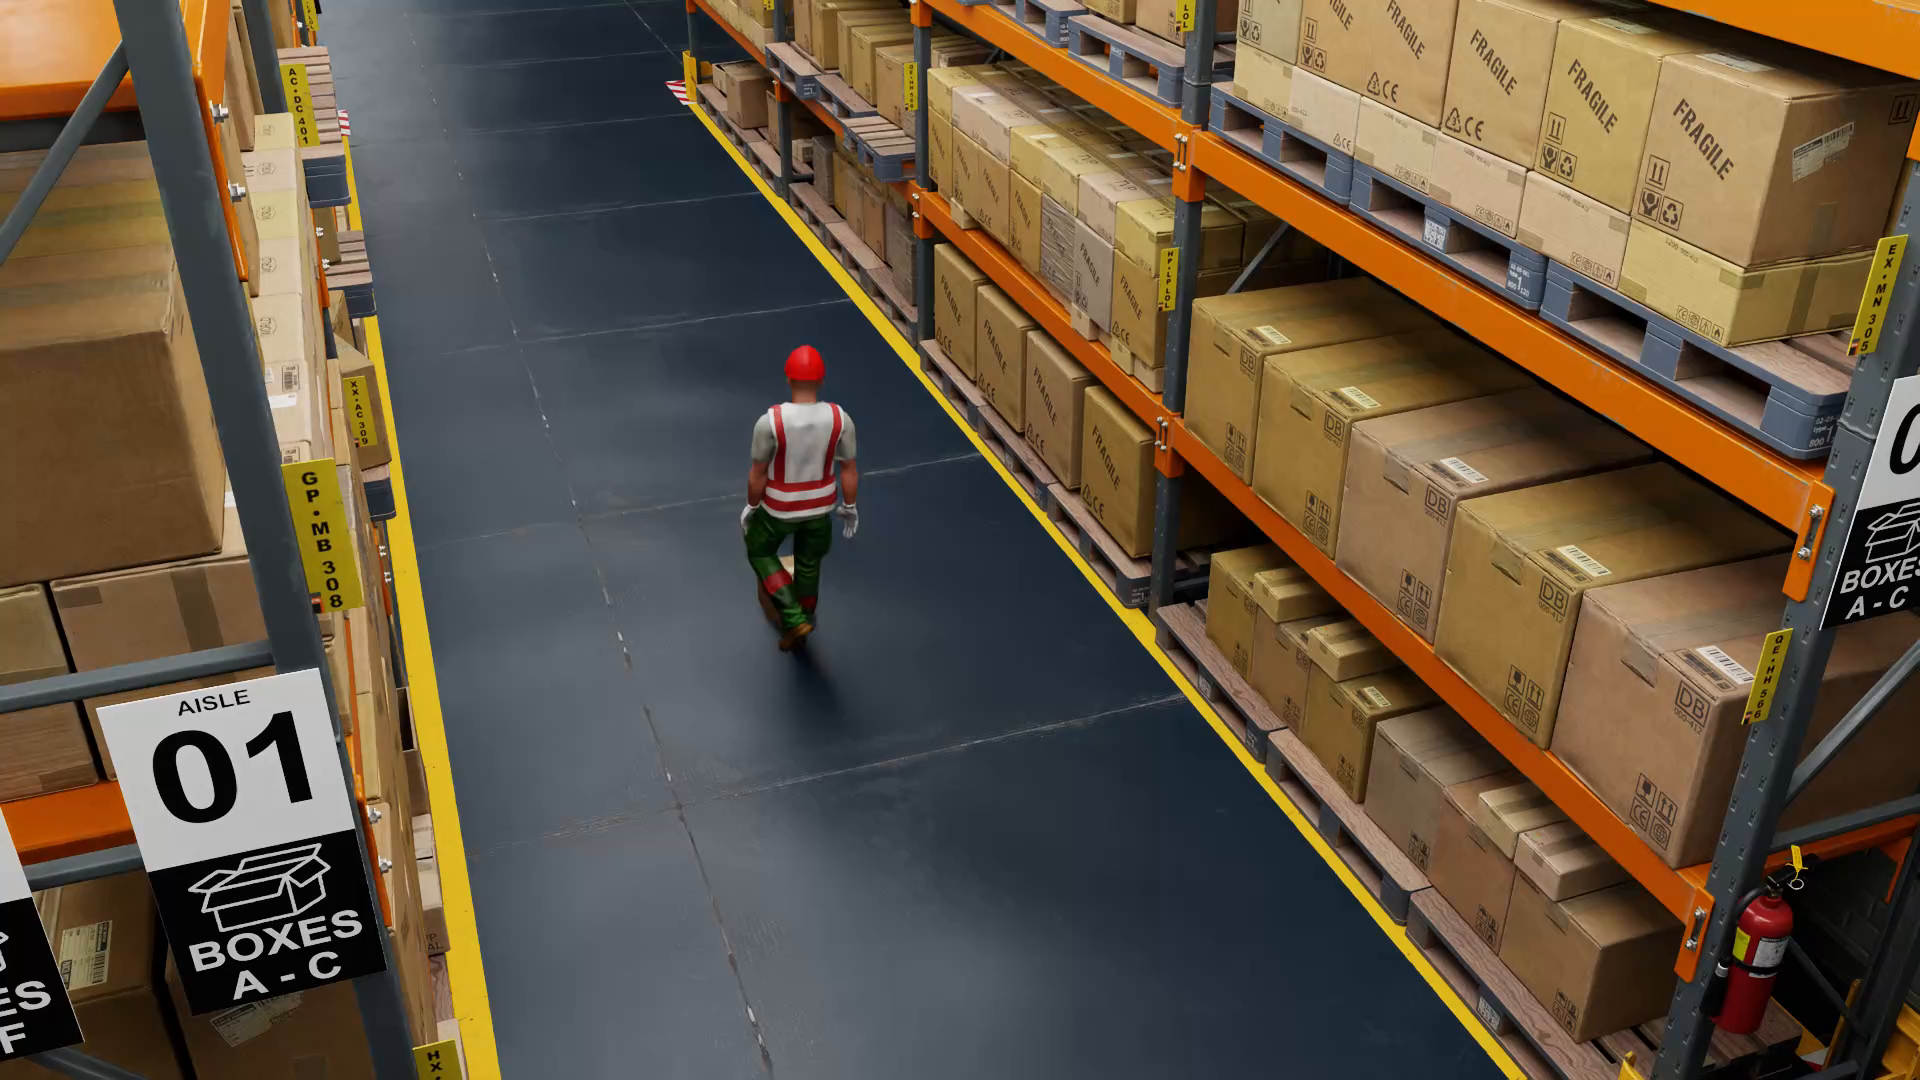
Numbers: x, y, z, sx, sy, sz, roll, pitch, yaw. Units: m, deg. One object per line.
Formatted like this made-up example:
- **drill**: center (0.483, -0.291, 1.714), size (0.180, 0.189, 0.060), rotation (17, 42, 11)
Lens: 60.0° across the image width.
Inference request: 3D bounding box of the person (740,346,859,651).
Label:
- **person**: center (-0.860, -0.201, 8.685), size (0.607, 1.777, 0.601), rotation (-10, 31, -17)
